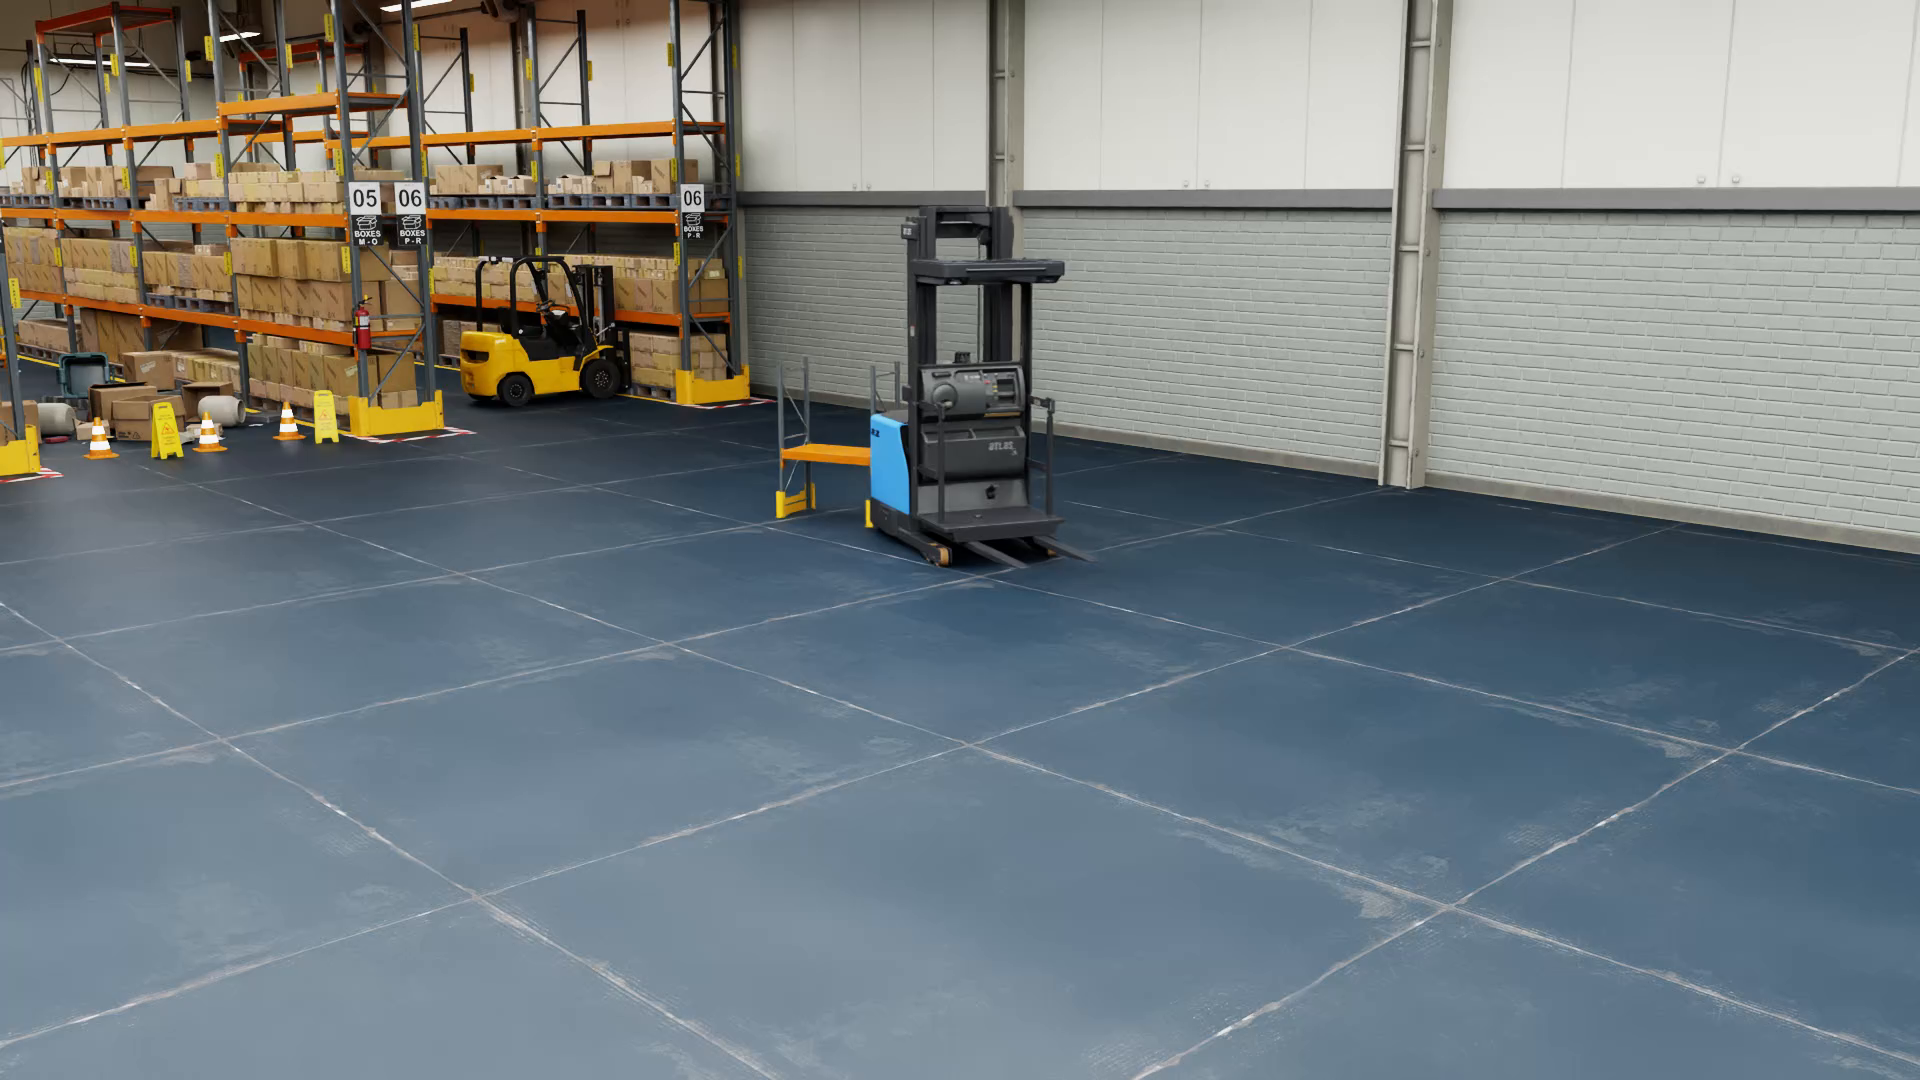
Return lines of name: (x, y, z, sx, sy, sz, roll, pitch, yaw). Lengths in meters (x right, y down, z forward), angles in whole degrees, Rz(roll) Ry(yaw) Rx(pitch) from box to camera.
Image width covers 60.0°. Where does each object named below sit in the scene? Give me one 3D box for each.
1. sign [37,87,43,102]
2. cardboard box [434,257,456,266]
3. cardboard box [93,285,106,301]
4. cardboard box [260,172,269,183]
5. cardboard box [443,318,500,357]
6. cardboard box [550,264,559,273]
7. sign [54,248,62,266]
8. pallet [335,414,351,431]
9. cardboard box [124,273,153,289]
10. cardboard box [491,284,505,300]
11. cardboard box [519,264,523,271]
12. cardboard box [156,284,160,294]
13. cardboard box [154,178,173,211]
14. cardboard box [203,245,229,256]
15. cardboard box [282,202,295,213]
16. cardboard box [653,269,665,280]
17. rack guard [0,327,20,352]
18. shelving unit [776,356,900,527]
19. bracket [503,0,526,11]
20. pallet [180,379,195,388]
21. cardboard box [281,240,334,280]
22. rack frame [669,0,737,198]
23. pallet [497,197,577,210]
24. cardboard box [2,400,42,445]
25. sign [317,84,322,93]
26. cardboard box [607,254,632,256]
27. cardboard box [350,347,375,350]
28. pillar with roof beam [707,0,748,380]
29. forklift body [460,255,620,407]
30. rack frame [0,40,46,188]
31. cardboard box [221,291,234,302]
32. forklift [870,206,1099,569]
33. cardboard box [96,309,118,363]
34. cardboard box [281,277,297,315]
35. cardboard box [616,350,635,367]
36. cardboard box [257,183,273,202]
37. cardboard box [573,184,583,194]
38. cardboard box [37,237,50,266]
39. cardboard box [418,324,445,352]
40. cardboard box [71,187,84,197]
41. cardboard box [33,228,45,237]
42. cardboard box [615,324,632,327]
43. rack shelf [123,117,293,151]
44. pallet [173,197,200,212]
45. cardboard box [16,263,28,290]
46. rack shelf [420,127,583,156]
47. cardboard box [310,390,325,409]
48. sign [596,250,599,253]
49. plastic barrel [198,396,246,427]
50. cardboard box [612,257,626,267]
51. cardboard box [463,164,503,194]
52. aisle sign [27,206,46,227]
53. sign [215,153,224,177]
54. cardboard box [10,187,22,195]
sign: (-17.975, -8.730, 32.474, 0.100, 0.325, 0.005, -11, 16, -43)
cardboard box: (-9.258, -5.026, 30.017, 0.380, 0.149, 0.250, -10, 15, -41)
cardboard box: (-14.463, -4.237, 28.416, 0.500, 0.250, 0.500, -11, 16, -43)
cardboard box: (-9.363, -4.971, 22.819, 0.250, 0.149, 0.380, 11, 16, 43)
cardboard box: (-8.845, -3.696, 30.263, 0.875, 0.625, 0.625, -10, 15, -41)
cardboard box: (-6.473, -4.446, 27.204, 0.380, 0.149, 0.250, -11, 16, -43)
sign: (-16.016, -5.023, 29.519, 0.100, 0.325, 0.005, -11, 16, -43)
pallet: (-7.916, -1.656, 22.425, 1.003, 0.211, 1.213, -11, 16, -43)
cardboard box: (-13.371, -4.261, 27.293, 0.500, 0.250, 0.500, -11, 16, -43)
cardboard box: (-7.712, -4.276, 28.604, 0.500, 0.250, 0.500, -11, 16, -42)
cardboard box: (-7.222, -4.627, 28.079, 0.380, 0.149, 0.250, -11, 16, -43)
cardboard box: (-12.592, -4.018, 26.561, 0.250, 0.149, 0.380, 11, 16, 42)
cardboard box: (-12.206, -5.433, 26.166, 0.700, 0.500, 0.500, -11, 16, -43)
cardboard box: (-11.058, -4.323, 24.829, 0.250, 0.149, 0.380, 11, 16, 43)
cardboard box: (-8.870, -4.464, 22.334, 0.380, 0.149, 0.250, -11, 16, -43)
cardboard box: (-4.381, -3.991, 24.992, 0.380, 0.149, 0.250, -11, 16, -42)
rack guard: (-18.394, -4.001, 33.093, 1.175, 0.500, 0.348, -11, 16, -43)
shelving unit: (-1.154, -0.955, 15.829, 1.083, 1.500, 0.587, 6, 13, 27)
bracket: (-7.684, -9.273, 28.701, 0.235, 0.232, 0.430, -11, 16, -43)
pallet: (-11.476, -2.396, 26.020, 1.003, 0.211, 1.213, -11, 16, -43)
cardboard box: (-8.610, -3.750, 22.219, 0.700, 0.500, 0.500, -11, 16, -43)
rack frame: (-3.741, -6.517, 24.245, 1.000, 3.000, 0.127, -11, 16, -43)
pallet: (-7.122, -5.665, 28.016, 1.217, 0.209, 0.805, 11, 16, 43)
cardboard box: (-11.787, -1.460, 20.750, 0.500, 0.500, 0.500, -8, 14, -33)
sign: (-12.433, -8.692, 32.289, 0.100, 0.325, 0.005, -11, 16, -43)
cardboard box: (-5.510, -4.564, 27.037, 0.380, 0.149, 0.250, -11, 16, -44)
cardboard box: (-8.407, -2.423, 23.153, 0.500, 0.500, 0.500, -10, 16, -41)
pillar with roof beam: (-6.683, -6.145, 22.436, 9.100, 9.000, 0.400, -11, 16, -43)
forklift body: (-6.370, -3.186, 25.045, 2.313, 2.155, 1.214, -11, 16, -43)
rack frame: (-18.378, -8.160, 32.219, 1.000, 3.000, 0.127, -11, 16, -43)
cardboard box: (-10.646, -3.590, 24.484, 0.380, 0.149, 0.250, -11, 16, -42)
forklift: (0.199, -1.307, 13.993, 1.130, 2.935, 3.031, -5, 13, -22)
cardboard box: (-14.500, -3.593, 29.143, 0.875, 0.875, 0.875, -10, 15, -41)
cardboard box: (-8.924, -3.346, 22.735, 0.500, 0.500, 0.500, -11, 16, -42)
cardboard box: (-5.013, -2.858, 25.882, 0.500, 0.250, 0.500, -11, 16, -44)
cardboard box: (-9.285, -4.761, 22.787, 0.500, 0.250, 0.500, -11, 16, -42)
cardboard box: (-5.882, -5.544, 26.286, 0.380, 0.149, 0.250, -10, 15, -41)
cardboard box: (-16.485, -5.282, 30.392, 0.500, 0.500, 0.500, -11, 16, -43)
cardboard box: (-9.713, -3.760, 30.881, 0.500, 0.500, 0.500, -10, 15, -41)
cardboard box: (-14.995, -5.965, 28.536, 0.250, 0.166, 0.380, 10, 16, 41)
cardboard box: (-16.895, -5.691, 30.765, 0.380, 0.149, 0.250, -11, 16, -44)
cardboard box: (-5.663, -3.395, 27.251, 0.500, 0.250, 0.500, -11, 16, -43)
rack shelf: (-11.472, -6.153, 25.248, 1.077, 0.370, 4.000, -11, 16, -43)
pallet: (-11.158, -5.104, 25.282, 1.213, 0.211, 1.003, -11, 16, -43)
cardboard box: (-17.546, -5.014, 31.568, 0.500, 0.500, 0.500, -11, 16, -43)
rack shelf: (-7.884, -6.845, 28.608, 1.077, 0.370, 4.000, -11, 16, -43)
cardboard box: (-8.433, -1.903, 22.488, 0.500, 0.250, 0.500, -11, 16, -42)
sign: (-6.103, -4.703, 27.965, 0.100, 0.325, 0.005, -11, 16, -43)
plastic barrel: (-9.850, -1.716, 22.189, 0.512, 0.421, 0.421, -1, 12, -4)
cardboard box: (-5.204, -4.337, 25.938, 0.380, 0.149, 0.250, -11, 16, -42)
cardboard box: (-8.239, -6.231, 28.753, 0.500, 0.500, 0.500, -10, 16, -41)
aisle sign: (-18.203, -6.549, 32.823, 0.394, 0.787, 0.004, -11, 16, -43)
sign: (-10.490, -5.308, 23.551, 0.100, 0.325, 0.005, -11, 16, -43)
cardboard box: (-17.793, -6.632, 31.568, 0.380, 0.149, 0.250, -10, 15, -41)
